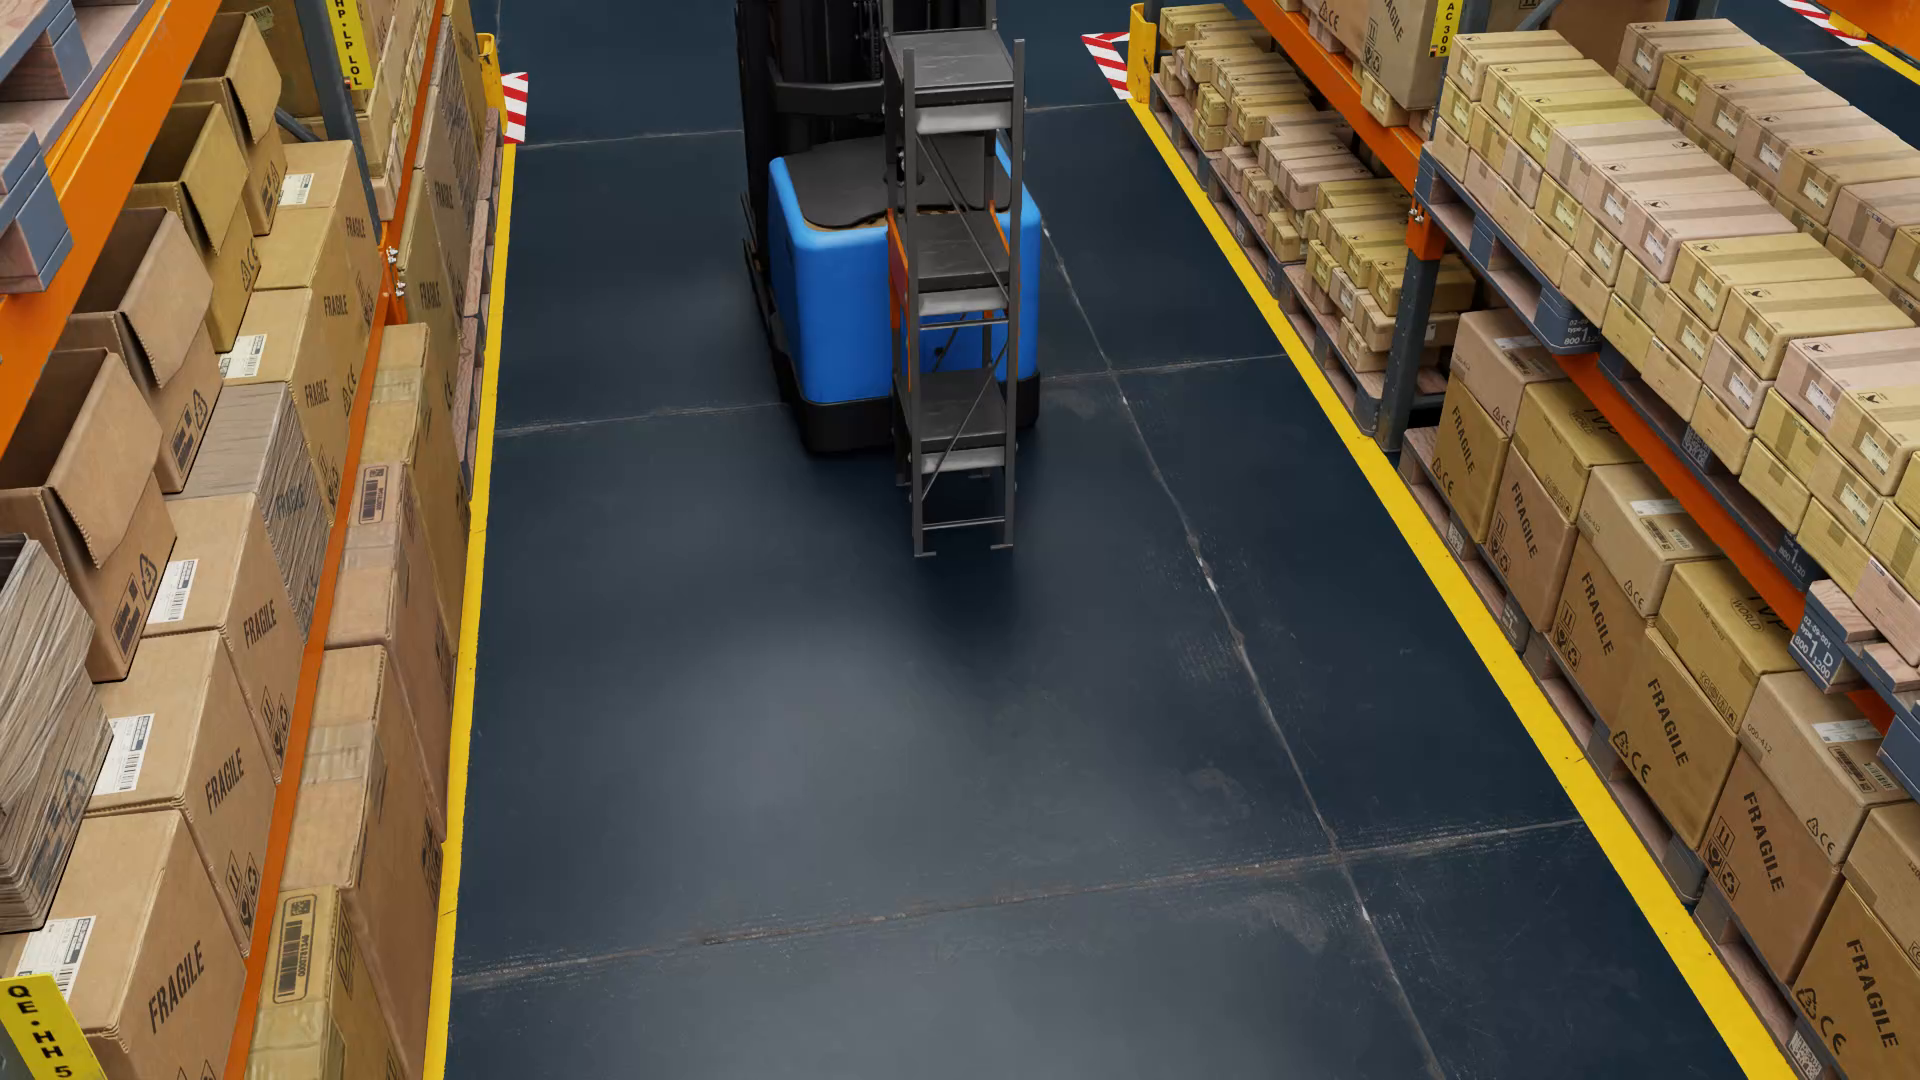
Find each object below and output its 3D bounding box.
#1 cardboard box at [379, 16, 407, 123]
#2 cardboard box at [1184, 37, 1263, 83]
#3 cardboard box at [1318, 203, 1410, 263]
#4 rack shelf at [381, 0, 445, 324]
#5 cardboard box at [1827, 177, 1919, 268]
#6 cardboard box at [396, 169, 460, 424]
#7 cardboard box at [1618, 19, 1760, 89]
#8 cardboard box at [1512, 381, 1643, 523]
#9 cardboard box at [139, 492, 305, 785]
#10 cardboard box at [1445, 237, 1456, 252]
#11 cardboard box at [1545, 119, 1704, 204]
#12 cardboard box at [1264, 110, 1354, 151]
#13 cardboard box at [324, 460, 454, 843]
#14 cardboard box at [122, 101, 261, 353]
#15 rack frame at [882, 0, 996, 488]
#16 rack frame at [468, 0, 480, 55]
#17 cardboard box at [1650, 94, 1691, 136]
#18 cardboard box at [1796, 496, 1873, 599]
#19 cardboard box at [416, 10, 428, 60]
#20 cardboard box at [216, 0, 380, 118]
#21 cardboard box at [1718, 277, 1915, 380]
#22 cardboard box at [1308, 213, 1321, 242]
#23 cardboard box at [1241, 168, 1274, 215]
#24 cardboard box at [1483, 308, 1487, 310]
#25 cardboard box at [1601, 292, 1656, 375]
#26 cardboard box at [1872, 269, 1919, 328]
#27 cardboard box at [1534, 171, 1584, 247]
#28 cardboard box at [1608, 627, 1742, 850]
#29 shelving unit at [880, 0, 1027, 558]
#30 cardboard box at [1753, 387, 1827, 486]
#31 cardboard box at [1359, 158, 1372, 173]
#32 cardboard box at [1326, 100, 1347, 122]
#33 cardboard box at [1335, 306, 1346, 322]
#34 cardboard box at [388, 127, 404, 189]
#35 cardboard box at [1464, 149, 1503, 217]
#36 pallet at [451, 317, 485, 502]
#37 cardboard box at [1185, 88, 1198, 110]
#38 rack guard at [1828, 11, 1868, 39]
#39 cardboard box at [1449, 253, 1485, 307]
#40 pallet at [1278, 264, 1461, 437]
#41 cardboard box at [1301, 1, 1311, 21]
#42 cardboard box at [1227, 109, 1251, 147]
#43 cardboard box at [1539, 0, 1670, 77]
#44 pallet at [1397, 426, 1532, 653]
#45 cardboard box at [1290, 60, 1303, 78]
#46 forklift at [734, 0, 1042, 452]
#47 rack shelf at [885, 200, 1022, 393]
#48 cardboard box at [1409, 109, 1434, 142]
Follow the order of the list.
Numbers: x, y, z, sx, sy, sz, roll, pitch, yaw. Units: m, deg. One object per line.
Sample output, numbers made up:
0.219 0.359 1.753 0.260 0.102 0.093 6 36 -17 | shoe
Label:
-2.485 -1.846 6.561 0.500 0.250 0.500 -6 38 -8 | cardboard box
1.464 -2.666 9.233 0.380 0.149 0.250 -6 38 -8 | cardboard box
1.870 -1.409 7.615 0.380 0.149 0.250 -7 38 -8 | cardboard box
-2.929 -2.099 7.593 1.077 0.370 4.000 -6 38 -8 | rack shelf
2.813 -0.940 4.893 0.380 0.149 0.250 -8 39 -10 | cardboard box
-2.615 -0.909 6.865 0.875 0.875 0.875 -6 38 -8 | cardboard box
2.585 -1.728 5.907 0.380 0.149 0.250 -5 38 -6 | cardboard box
2.288 -0.326 5.809 0.500 0.250 0.500 -5 38 -7 | cardboard box
-1.880 0.258 3.891 0.500 0.500 0.500 -7 38 -9 | cardboard box
2.384 -1.473 7.698 0.380 0.149 0.250 -7 38 -9 | cardboard box
2.078 -1.188 5.212 0.380 0.149 0.250 -7 38 -9 | cardboard box
1.767 -2.051 8.442 0.380 0.149 0.250 -6 38 -8 | cardboard box
-2.289 0.422 5.151 1.225 0.875 0.875 -7 38 -10 | cardboard box
-2.349 -0.810 4.449 0.797 0.503 0.637 -6 38 -7 | cardboard box
-0.072 -1.077 6.424 0.400 2.100 0.015 -6 38 -8 | rack frame
-3.279 -3.591 8.928 1.000 3.000 0.127 -6 38 -8 | rack frame
2.634 -1.454 5.796 0.380 0.149 0.250 -6 38 -8 | cardboard box
2.358 -0.003 4.172 0.380 0.149 0.250 -7 38 -9 | cardboard box
-2.577 -2.232 7.383 0.380 0.149 0.250 -7 38 -9 | cardboard box
-2.410 -1.846 5.950 0.500 0.500 0.500 -6 38 -8 | cardboard box
2.262 -0.561 4.405 0.380 0.149 0.250 -4 38 -6 | cardboard box
1.883 -1.445 7.904 0.380 0.149 0.250 -6 38 -8 | cardboard box
1.683 -1.820 8.629 0.380 0.149 0.250 -6 38 -8 | cardboard box
2.575 -0.942 7.499 0.380 0.149 0.250 -8 39 -10 | cardboard box
2.173 -0.639 4.990 0.380 0.149 0.250 -7 38 -9 | cardboard box
2.859 -0.670 4.787 0.380 0.149 0.250 -5 38 -6 | cardboard box
2.078 -1.075 5.309 0.380 0.149 0.250 -8 39 -10 | cardboard box
2.455 0.589 5.243 0.500 0.500 0.500 -8 39 -10 | cardboard box
-0.029 -0.929 6.235 0.431 2.100 0.503 -6 38 -8 | shelving unit
2.307 -0.287 4.294 0.380 0.149 0.250 -6 38 -8 | cardboard box
2.294 -1.988 8.603 0.380 0.149 0.250 -6 38 -7 | cardboard box
2.144 -2.255 8.704 0.380 0.149 0.250 -7 38 -9 | cardboard box
1.955 -1.054 7.643 0.380 0.149 0.250 -5 38 -7 | cardboard box
-2.349 -1.449 6.375 0.380 0.149 0.250 -7 38 -9 | cardboard box
1.993 -1.260 5.789 0.380 0.149 0.250 -6 38 -7 | cardboard box
-2.634 -0.542 7.275 1.003 0.211 1.213 -6 38 -8 | pallet
1.525 -2.604 9.638 0.380 0.149 0.250 -6 38 -8 | cardboard box
6.473 -3.685 11.085 1.175 0.500 0.348 -6 38 -8 | rack guard
2.442 -1.202 7.591 0.380 0.149 0.250 -6 38 -8 | cardboard box
2.170 -0.948 7.799 1.003 0.211 1.213 -6 38 -8 | pallet
1.812 -2.486 7.710 0.380 0.149 0.250 -7 38 -9 | cardboard box
1.661 -2.251 8.941 0.380 0.149 0.250 -8 39 -10 | cardboard box
2.484 -2.131 6.724 0.500 0.500 0.500 -7 38 -9 | cardboard box
2.461 -0.076 6.676 1.003 0.211 1.213 -6 38 -8 | pallet
2.088 -2.619 9.416 0.380 0.149 0.250 -8 39 -10 | cardboard box
-0.483 -2.416 7.523 1.129 2.867 3.031 -8 39 -10 | forklift
-0.029 -0.918 6.243 0.431 0.518 0.480 -6 38 -8 | rack shelf
2.042 -1.696 6.693 0.380 0.149 0.250 -7 38 -8 | cardboard box
